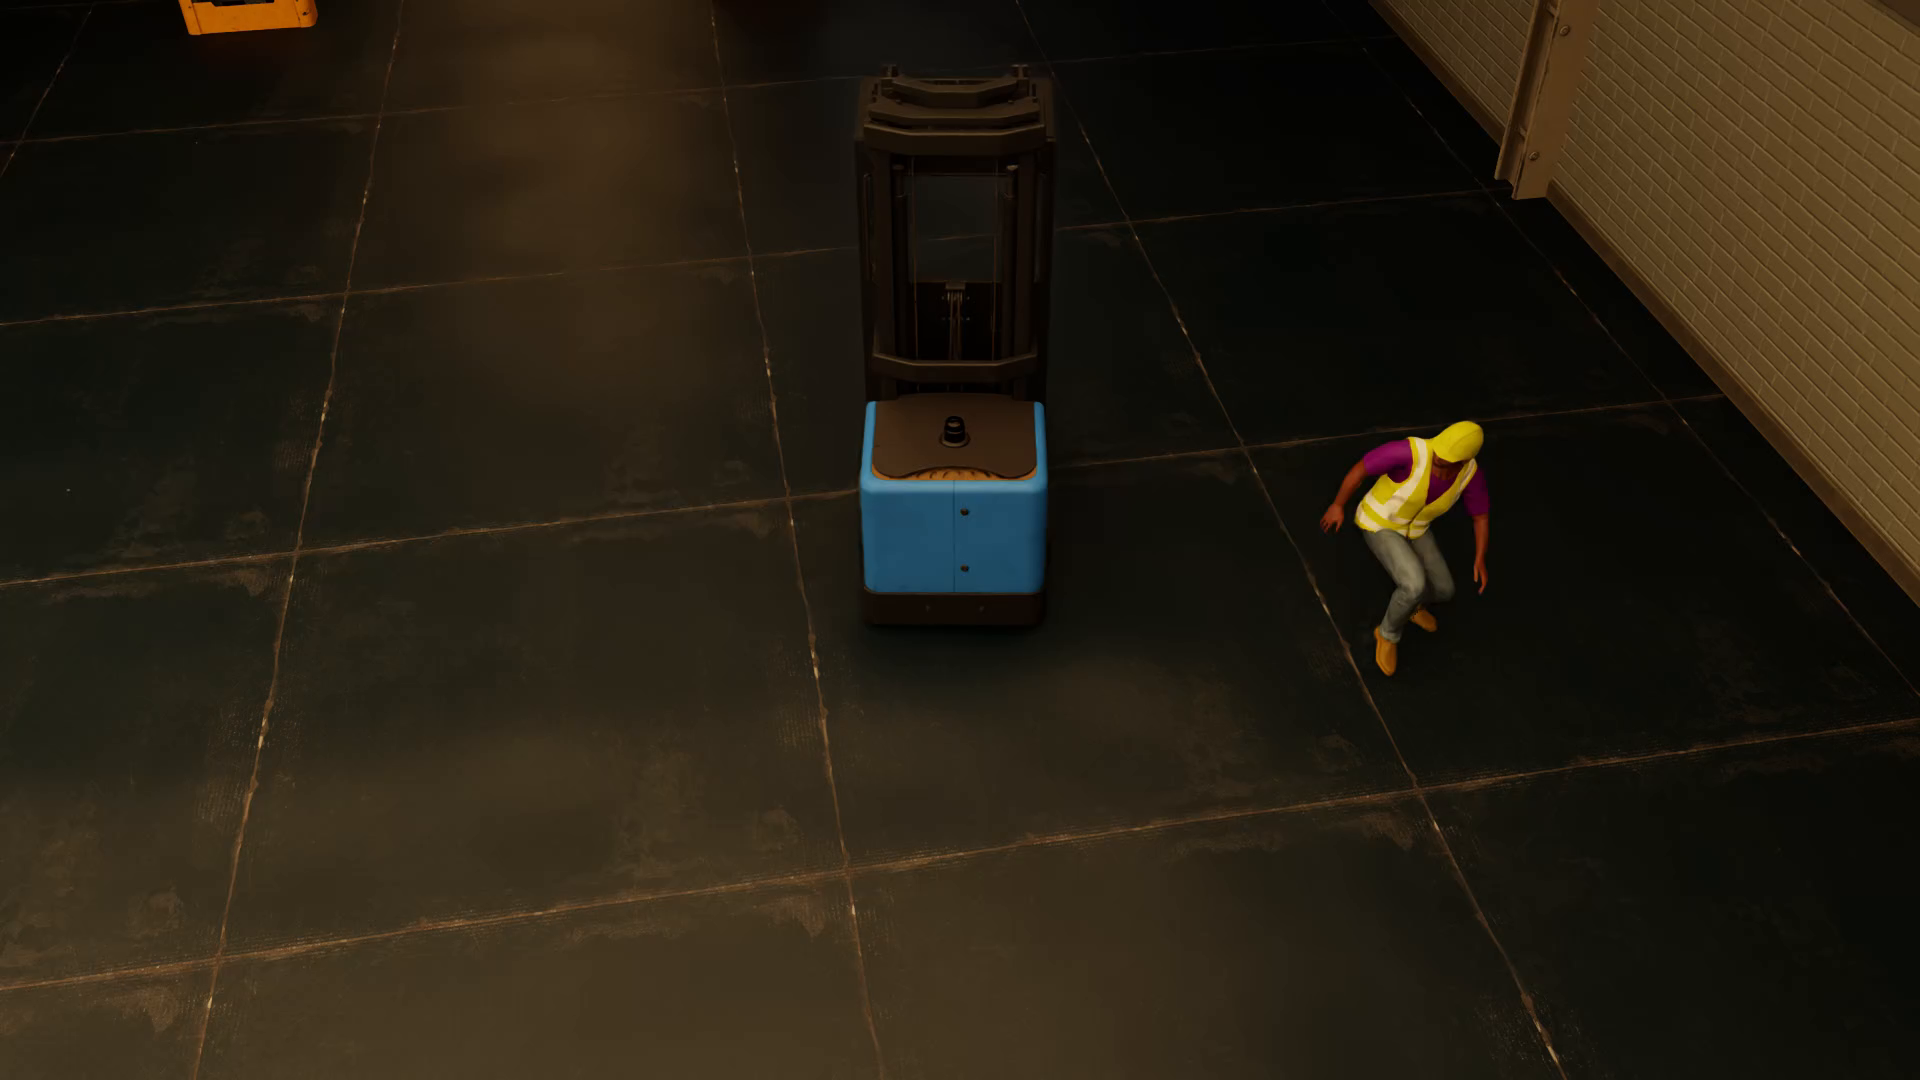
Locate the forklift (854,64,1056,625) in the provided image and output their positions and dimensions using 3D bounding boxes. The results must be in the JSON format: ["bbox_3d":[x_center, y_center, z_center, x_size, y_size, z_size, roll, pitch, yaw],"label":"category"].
[{"bbox_3d":[-0.025,-1.554,9.786,1.130,2.935,3.031,0,40,0],"label":"forklift"}]

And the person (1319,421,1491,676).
[{"bbox_3d":[2.485,-0.007,9.074,0.819,1.535,0.742,-13,42,-15],"label":"person"}]
